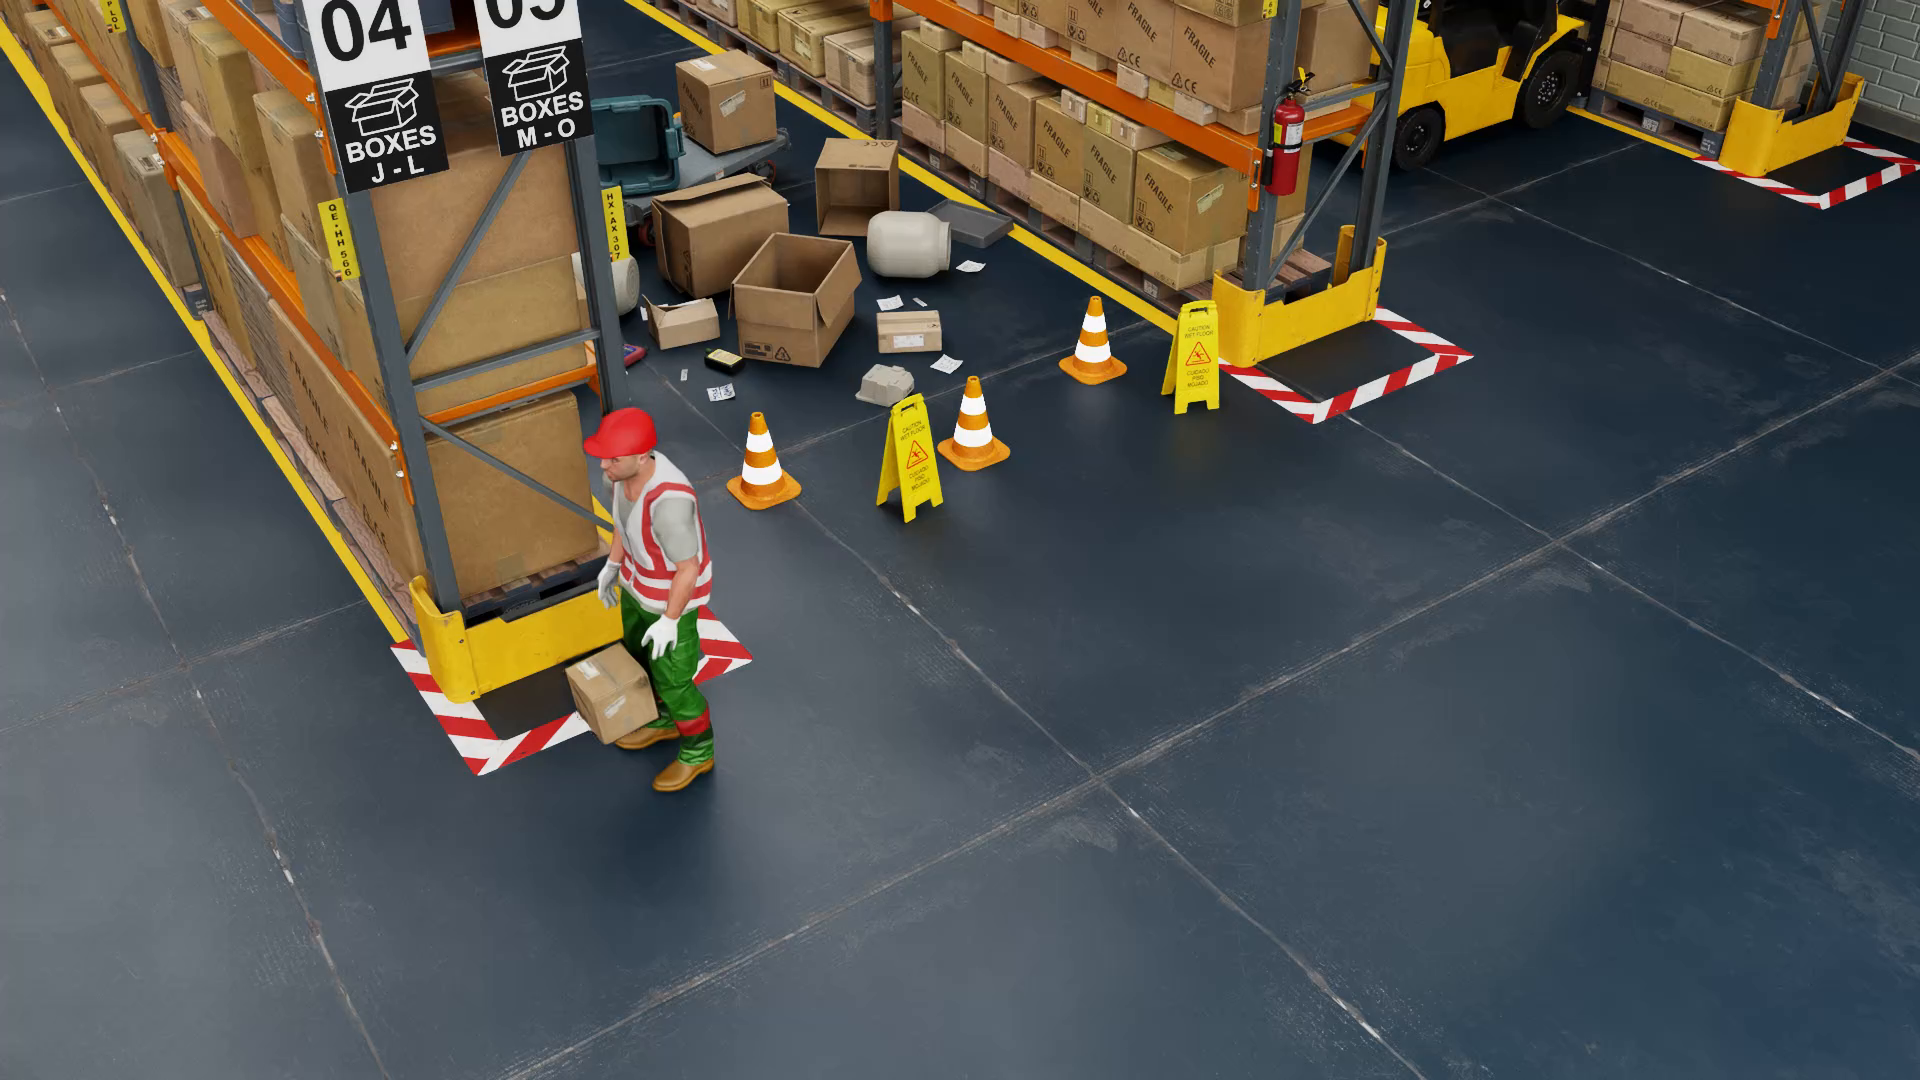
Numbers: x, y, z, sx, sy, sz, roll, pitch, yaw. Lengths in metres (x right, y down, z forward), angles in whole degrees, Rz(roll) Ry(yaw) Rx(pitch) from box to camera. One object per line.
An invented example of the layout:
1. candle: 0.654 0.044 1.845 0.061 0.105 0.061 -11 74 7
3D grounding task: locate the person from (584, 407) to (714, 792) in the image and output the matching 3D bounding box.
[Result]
1. person: -1.218 0.224 6.678 0.416 1.785 0.553 -24 42 -29
